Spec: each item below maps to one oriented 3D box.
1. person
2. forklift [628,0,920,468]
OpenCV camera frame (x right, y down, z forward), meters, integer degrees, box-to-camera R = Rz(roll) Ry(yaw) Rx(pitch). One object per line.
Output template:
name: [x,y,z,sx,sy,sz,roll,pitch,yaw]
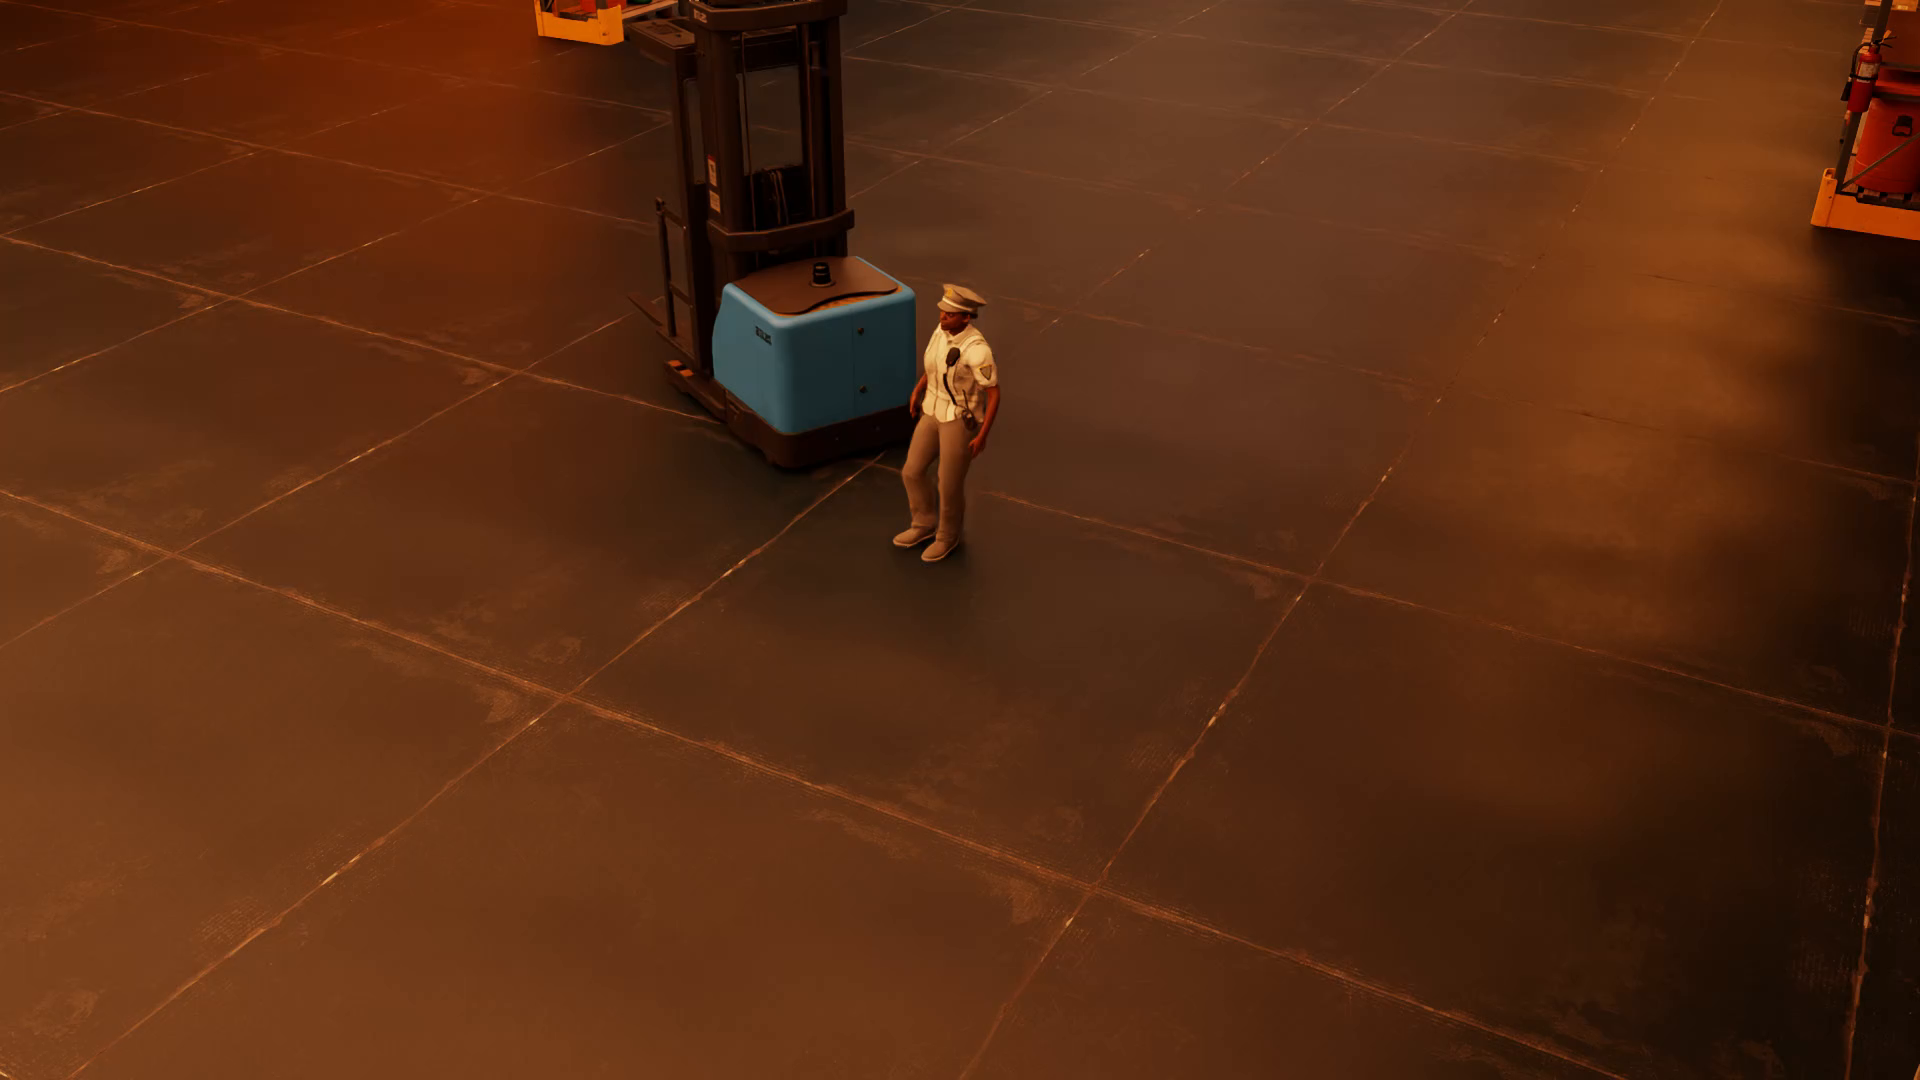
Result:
person: [-0.106,-0.685,9.533,0.493,1.672,0.621,-20,35,-30]
forklift: [-1.478,-2.427,11.275,1.130,2.935,3.031,-18,34,-28]
